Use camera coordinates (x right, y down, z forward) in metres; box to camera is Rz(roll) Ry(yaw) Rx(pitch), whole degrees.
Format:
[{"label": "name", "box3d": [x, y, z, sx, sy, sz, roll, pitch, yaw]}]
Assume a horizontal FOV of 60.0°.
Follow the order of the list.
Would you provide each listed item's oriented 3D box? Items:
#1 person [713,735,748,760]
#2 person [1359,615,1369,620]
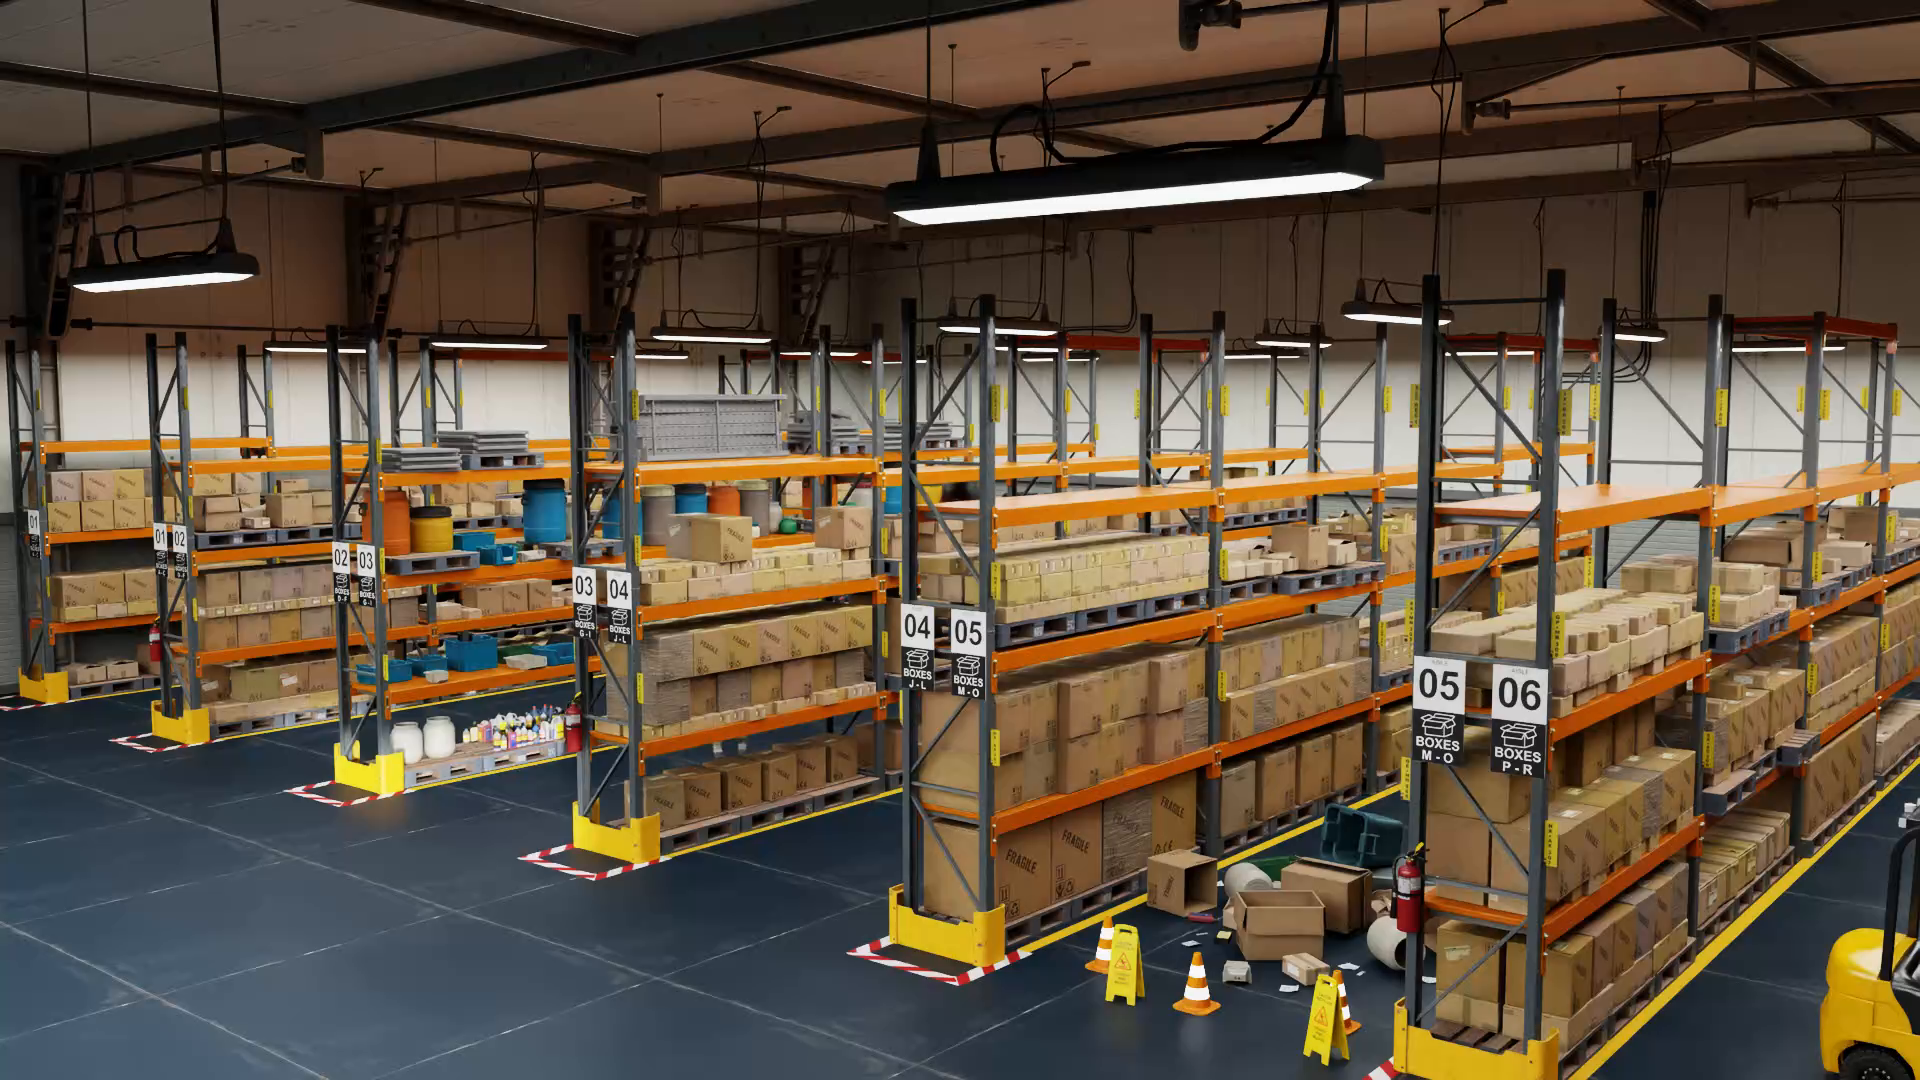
[{"label": "person", "box3d": [-3.062, 2.081, 22.654, 0.611, 1.786, 0.429, -3, 6, -26]}, {"label": "person", "box3d": [6.295, 1.977, 25.859, 0.577, 1.650, 1.028, 4, 7, 40]}]
